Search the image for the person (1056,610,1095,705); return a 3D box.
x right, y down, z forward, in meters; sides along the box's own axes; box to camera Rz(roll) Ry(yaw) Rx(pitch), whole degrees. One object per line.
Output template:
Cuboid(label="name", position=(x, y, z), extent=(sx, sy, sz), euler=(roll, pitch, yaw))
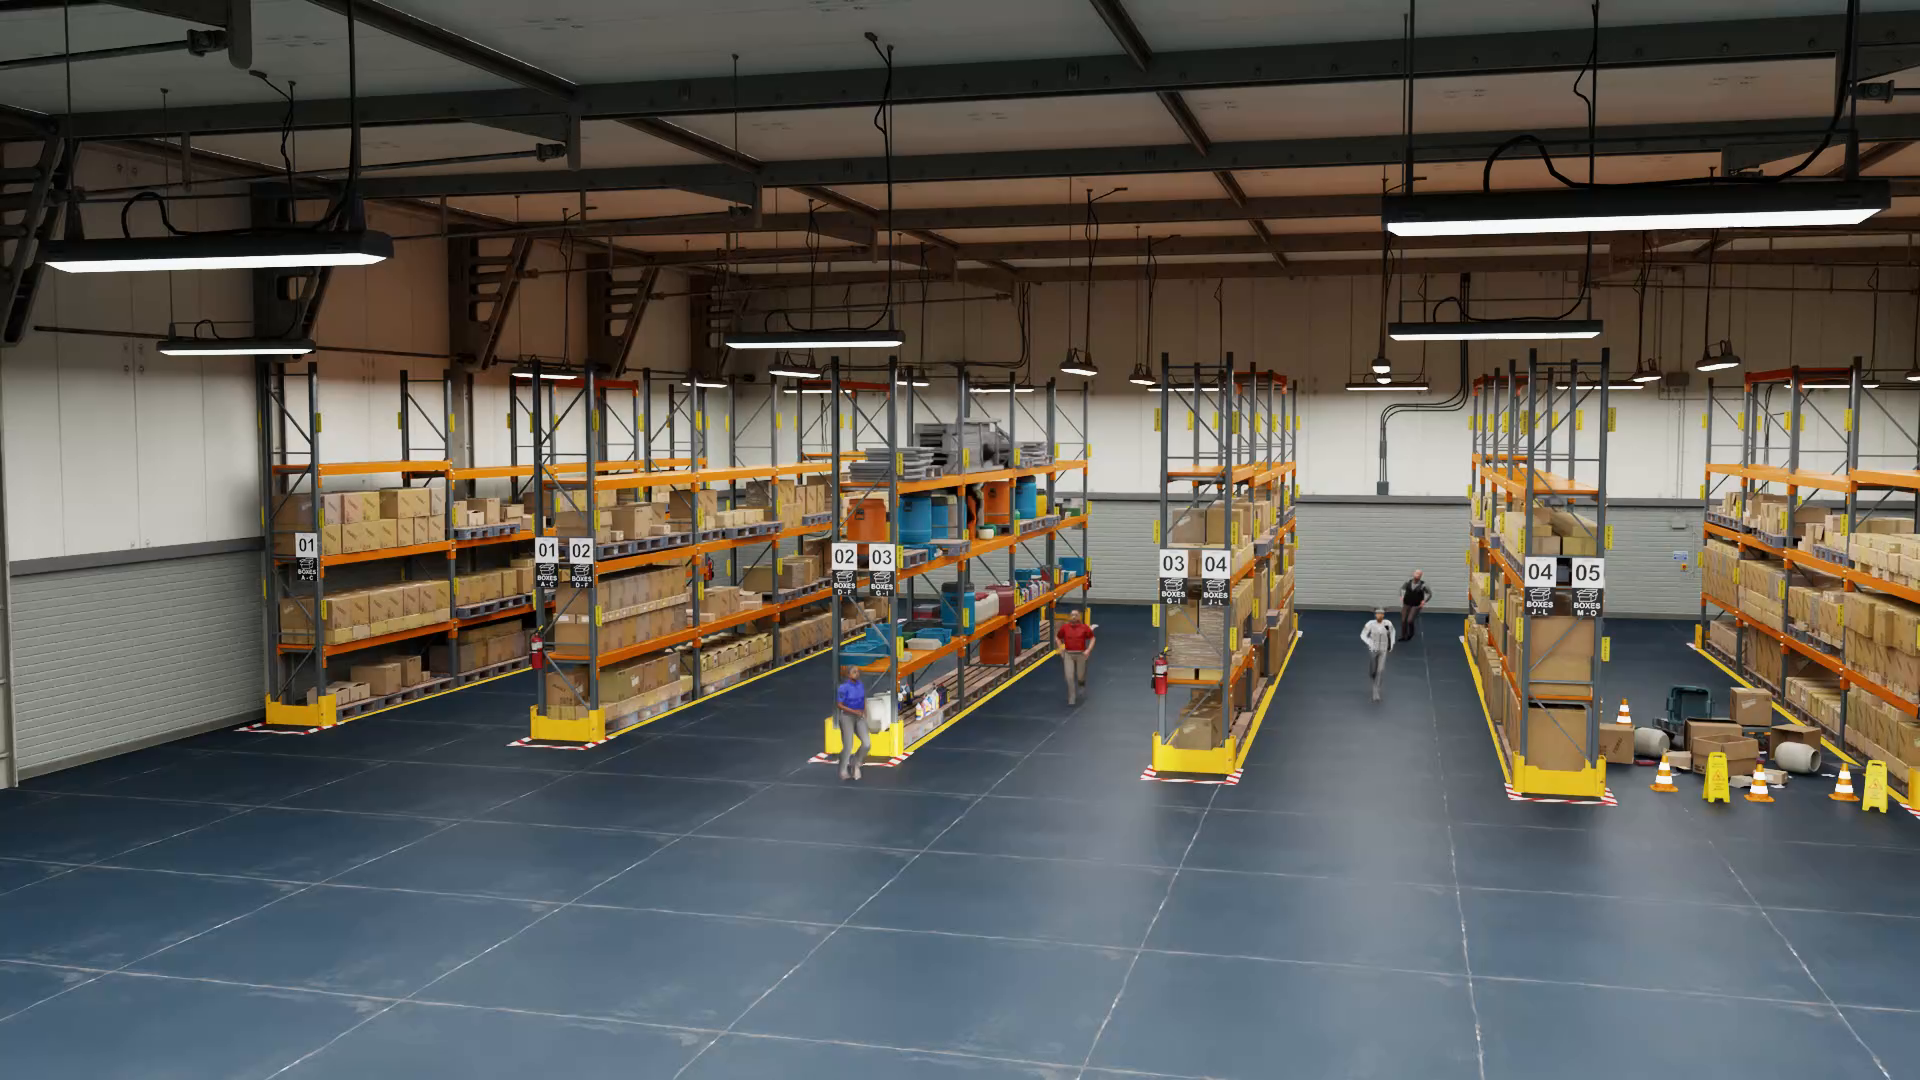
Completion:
Cuboid(label="person", position=(2.053, 2.070, 29.654), extent=(0.705, 1.675, 0.708), euler=(1, 4, 9))

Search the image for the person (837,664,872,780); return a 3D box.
Cuboid(label="person", position=(-1.456, 2.556, 23.254), extent=(0.607, 1.652, 0.652), euler=(-4, 5, -42))

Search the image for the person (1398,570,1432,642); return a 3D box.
Cuboid(label="person", position=(10.329, 1.506, 37.873), extent=(0.732, 1.668, 0.539), euler=(3, 5, 35))

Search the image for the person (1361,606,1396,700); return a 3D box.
Cuboid(label="person", position=(7.646, 2.031, 30.464), extent=(0.607, 1.686, 0.902), euler=(1, 4, 9))
